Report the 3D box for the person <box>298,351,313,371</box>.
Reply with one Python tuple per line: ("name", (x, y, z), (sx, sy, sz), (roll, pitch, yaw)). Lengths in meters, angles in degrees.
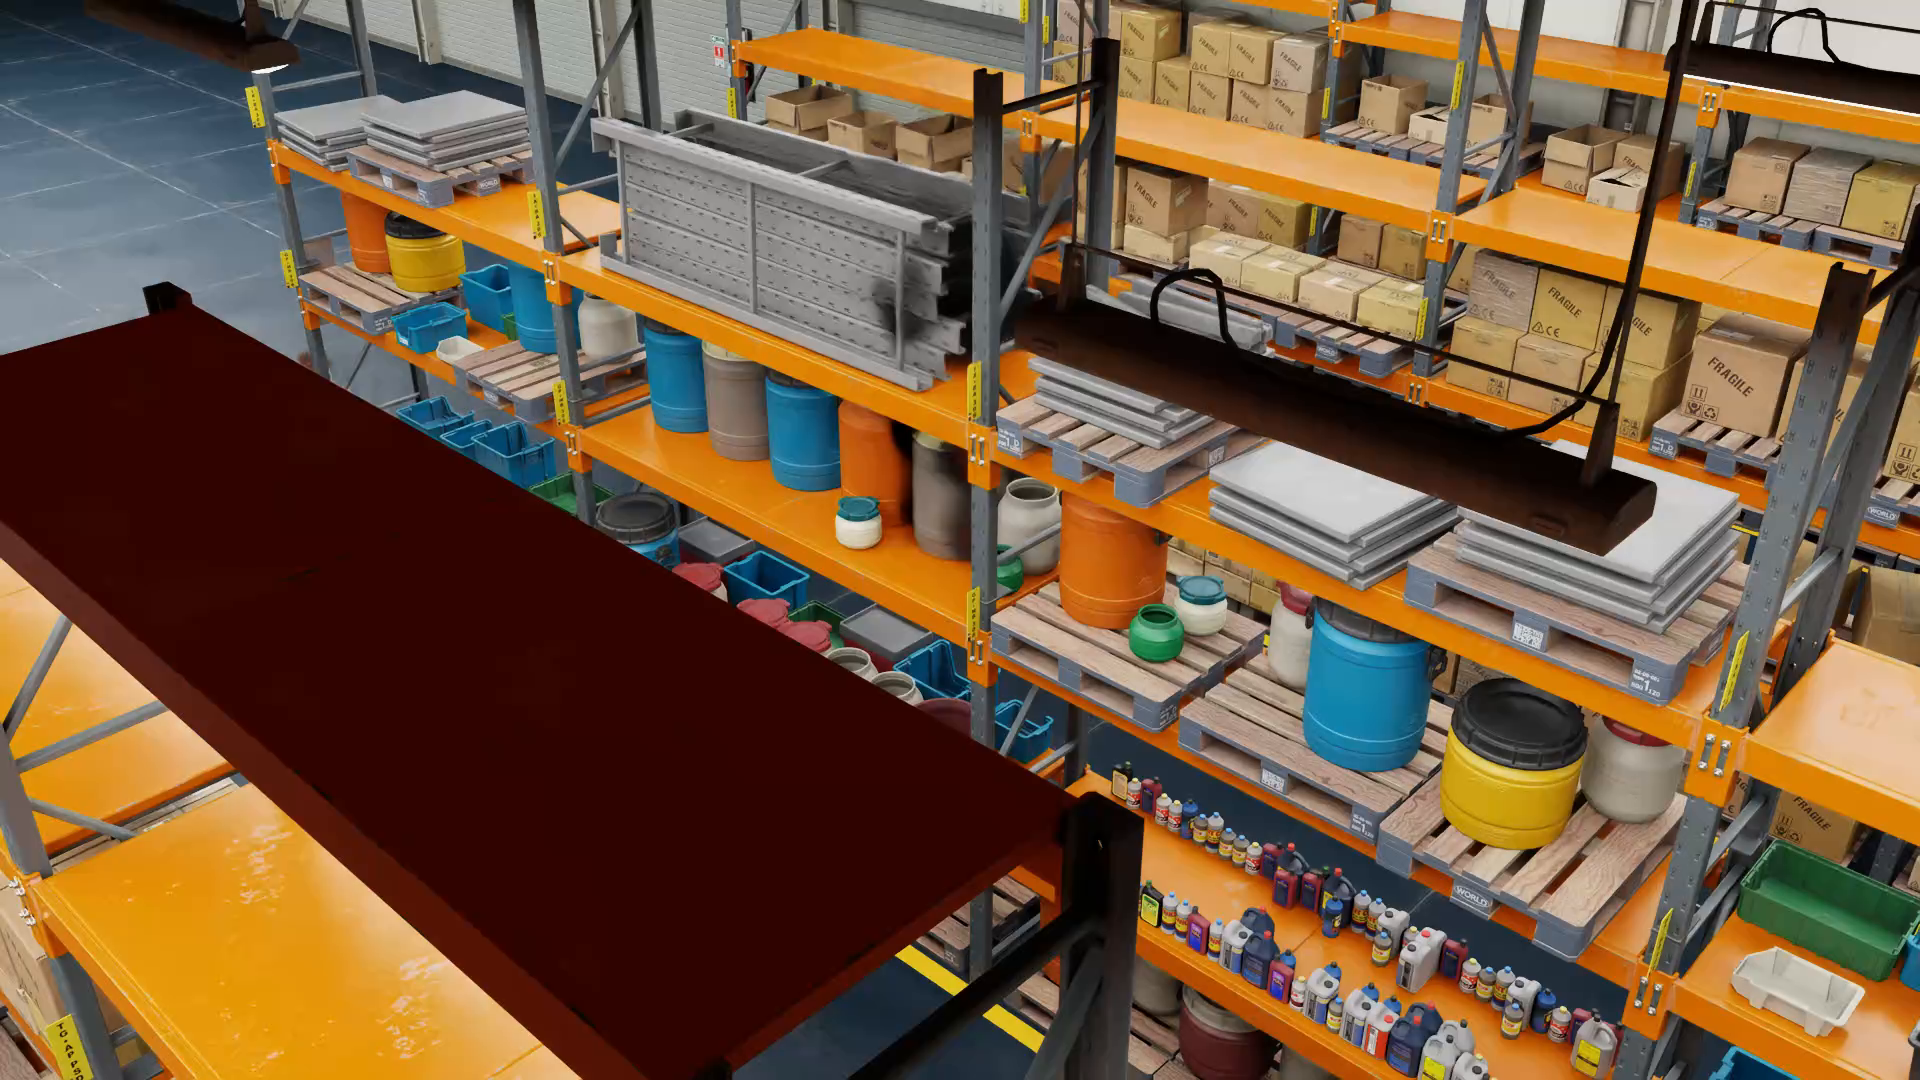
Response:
("person", (-6.335, -1.171, 16.686), (0.764, 1.616, 0.569), (-7, 30, -12))
